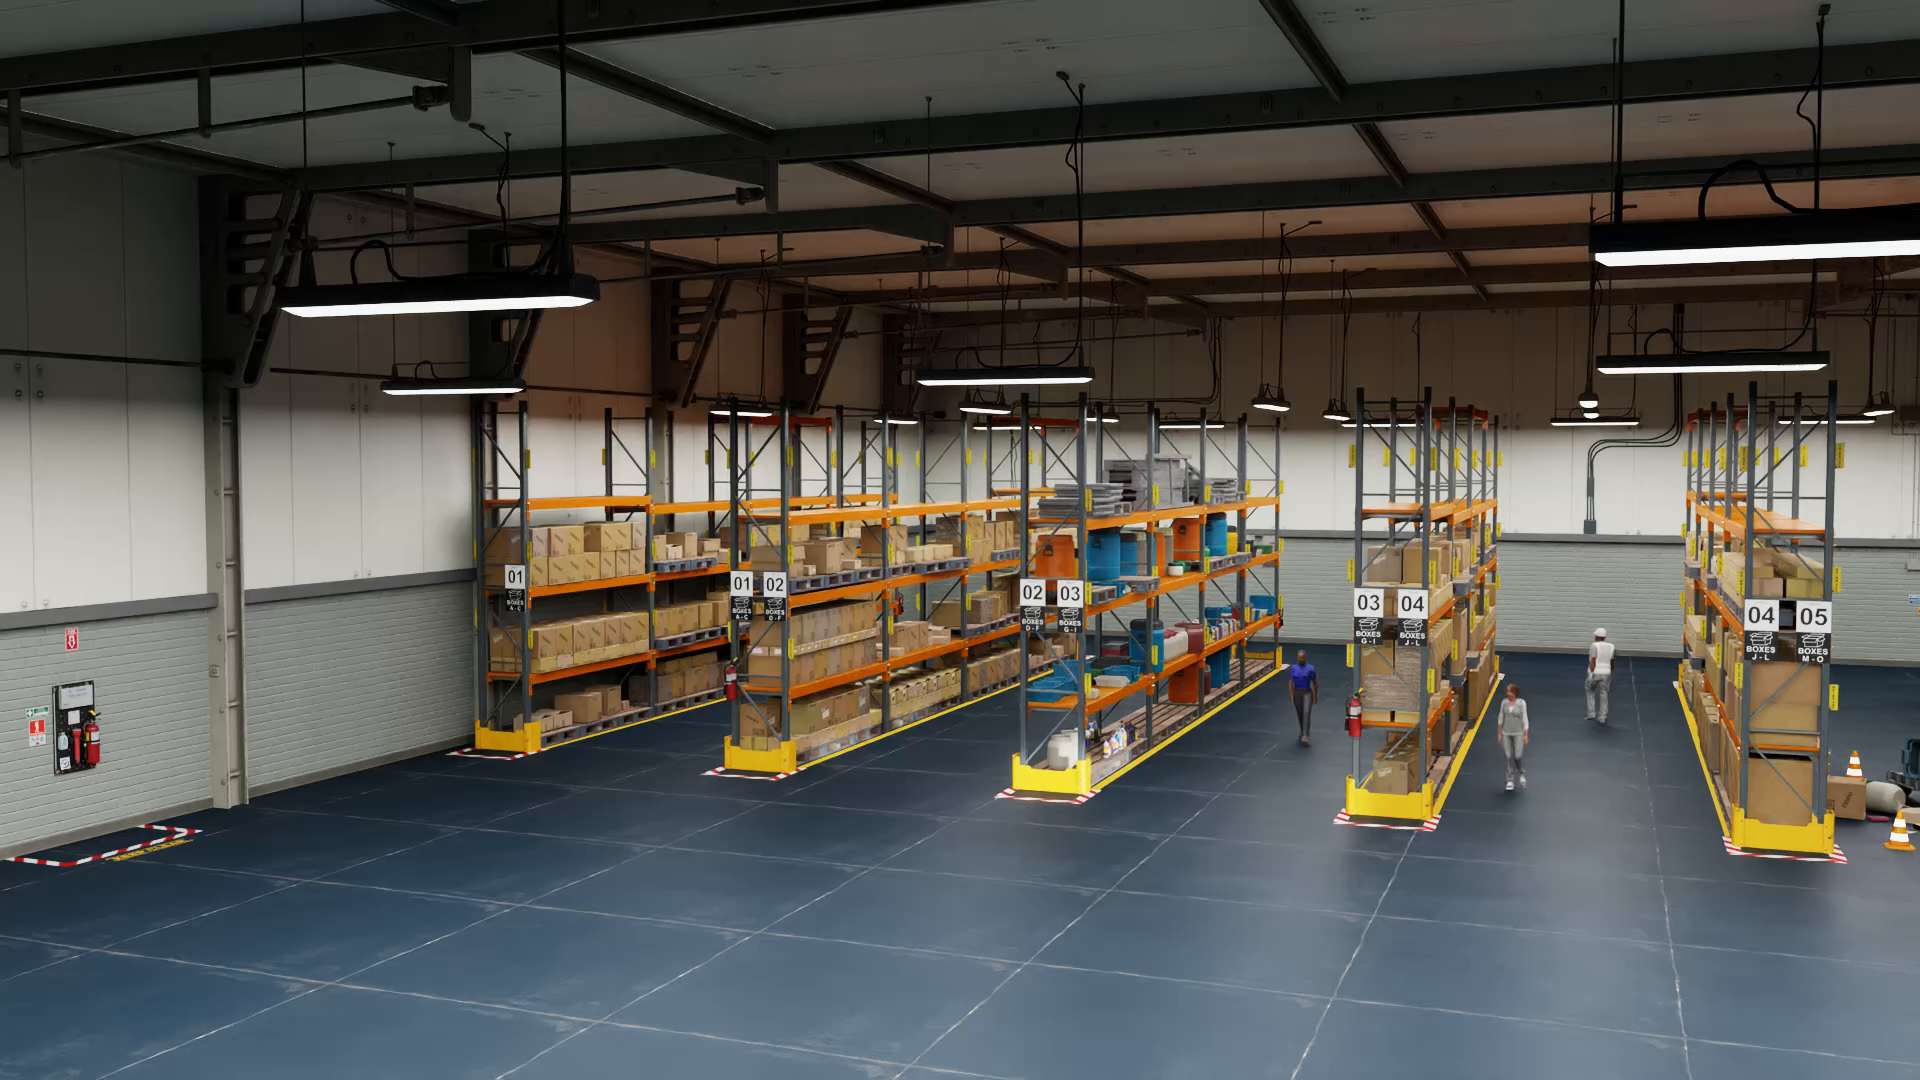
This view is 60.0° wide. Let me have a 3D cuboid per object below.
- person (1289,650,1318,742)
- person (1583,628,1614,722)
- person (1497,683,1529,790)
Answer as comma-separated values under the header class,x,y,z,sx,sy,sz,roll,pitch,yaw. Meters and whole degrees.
class,x,y,z,sx,sy,sz,roll,pitch,yaw
person,6.035,2.745,29.357,0.464,1.609,0.992,1,3,28
person,12.212,2.589,31.666,0.529,1.817,0.556,0,3,7
person,8.362,2.969,25.157,0.467,1.604,0.408,2,3,33
